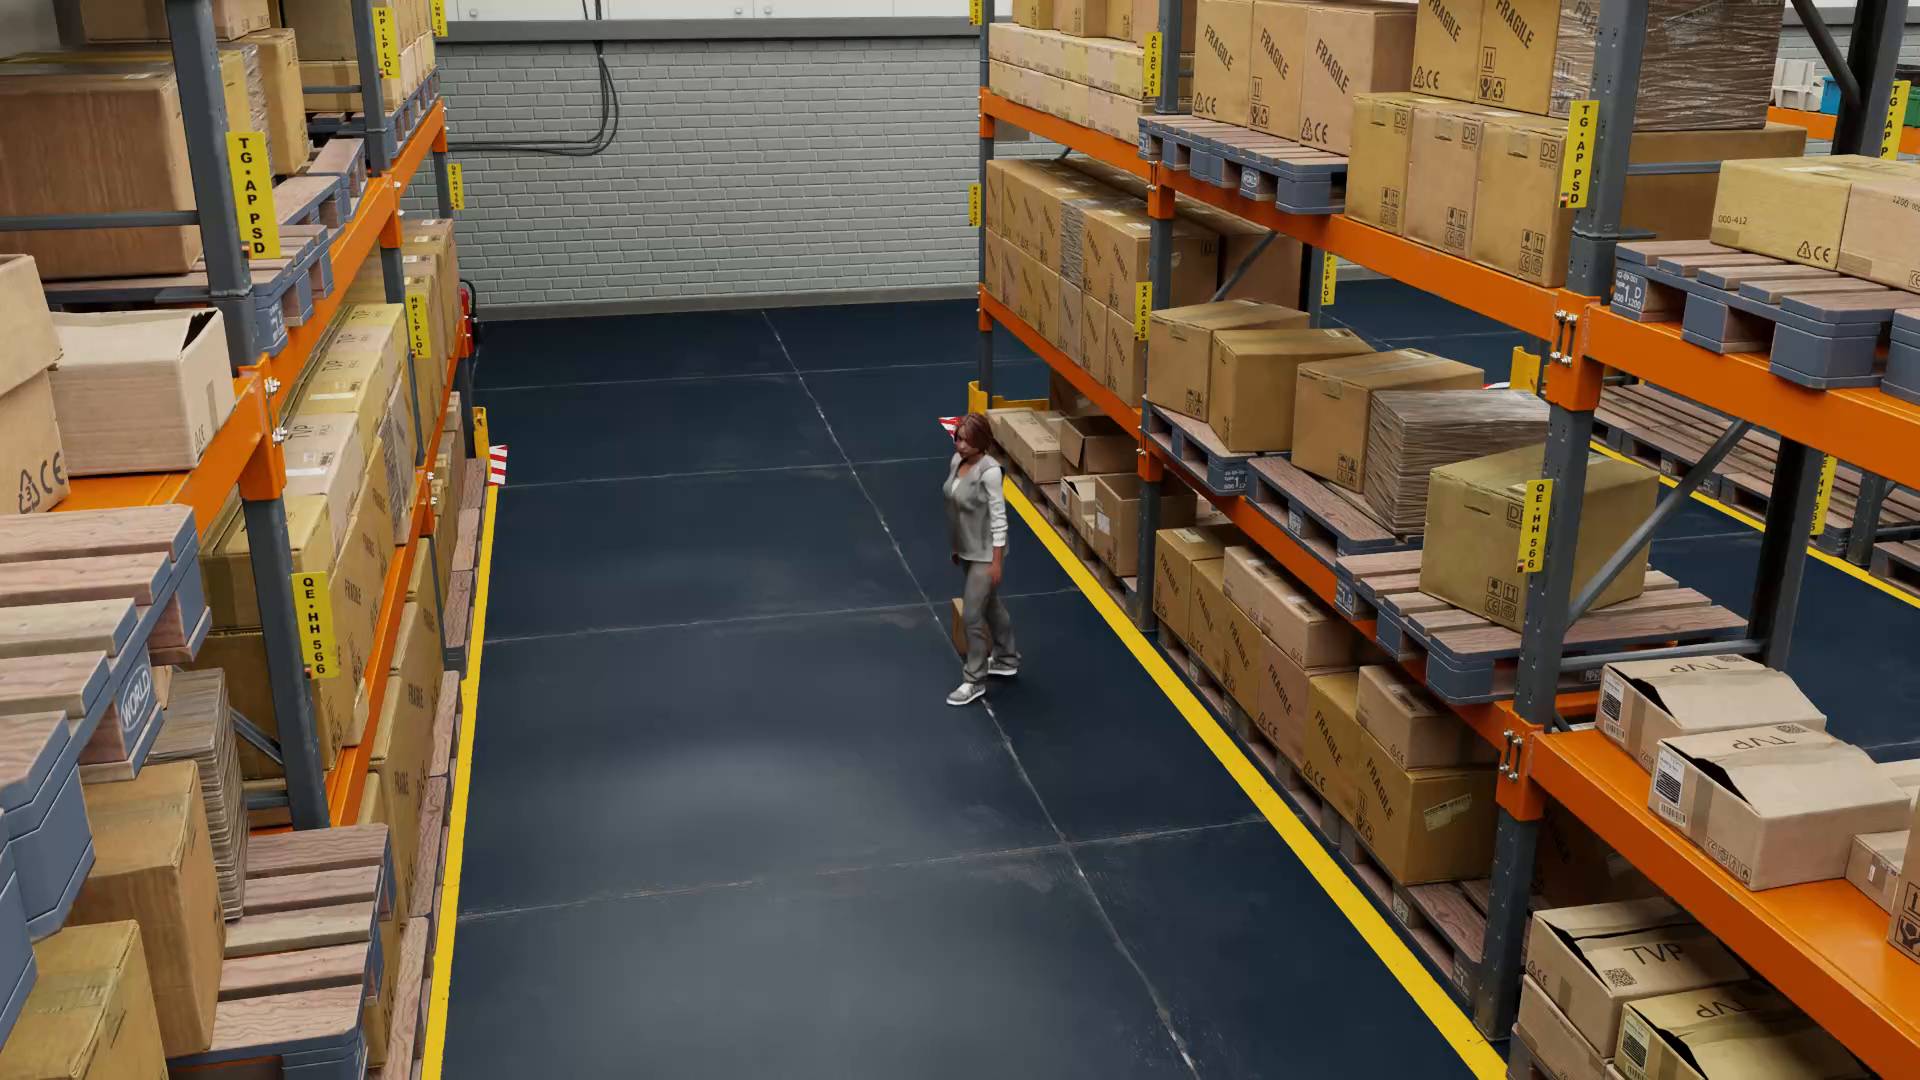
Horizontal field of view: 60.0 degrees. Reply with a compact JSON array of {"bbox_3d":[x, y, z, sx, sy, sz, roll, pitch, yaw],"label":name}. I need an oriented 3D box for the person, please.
[{"bbox_3d":[0.115,0.081,8.888,0.514,1.581,0.445,-9,22,-24],"label":"person"}]
